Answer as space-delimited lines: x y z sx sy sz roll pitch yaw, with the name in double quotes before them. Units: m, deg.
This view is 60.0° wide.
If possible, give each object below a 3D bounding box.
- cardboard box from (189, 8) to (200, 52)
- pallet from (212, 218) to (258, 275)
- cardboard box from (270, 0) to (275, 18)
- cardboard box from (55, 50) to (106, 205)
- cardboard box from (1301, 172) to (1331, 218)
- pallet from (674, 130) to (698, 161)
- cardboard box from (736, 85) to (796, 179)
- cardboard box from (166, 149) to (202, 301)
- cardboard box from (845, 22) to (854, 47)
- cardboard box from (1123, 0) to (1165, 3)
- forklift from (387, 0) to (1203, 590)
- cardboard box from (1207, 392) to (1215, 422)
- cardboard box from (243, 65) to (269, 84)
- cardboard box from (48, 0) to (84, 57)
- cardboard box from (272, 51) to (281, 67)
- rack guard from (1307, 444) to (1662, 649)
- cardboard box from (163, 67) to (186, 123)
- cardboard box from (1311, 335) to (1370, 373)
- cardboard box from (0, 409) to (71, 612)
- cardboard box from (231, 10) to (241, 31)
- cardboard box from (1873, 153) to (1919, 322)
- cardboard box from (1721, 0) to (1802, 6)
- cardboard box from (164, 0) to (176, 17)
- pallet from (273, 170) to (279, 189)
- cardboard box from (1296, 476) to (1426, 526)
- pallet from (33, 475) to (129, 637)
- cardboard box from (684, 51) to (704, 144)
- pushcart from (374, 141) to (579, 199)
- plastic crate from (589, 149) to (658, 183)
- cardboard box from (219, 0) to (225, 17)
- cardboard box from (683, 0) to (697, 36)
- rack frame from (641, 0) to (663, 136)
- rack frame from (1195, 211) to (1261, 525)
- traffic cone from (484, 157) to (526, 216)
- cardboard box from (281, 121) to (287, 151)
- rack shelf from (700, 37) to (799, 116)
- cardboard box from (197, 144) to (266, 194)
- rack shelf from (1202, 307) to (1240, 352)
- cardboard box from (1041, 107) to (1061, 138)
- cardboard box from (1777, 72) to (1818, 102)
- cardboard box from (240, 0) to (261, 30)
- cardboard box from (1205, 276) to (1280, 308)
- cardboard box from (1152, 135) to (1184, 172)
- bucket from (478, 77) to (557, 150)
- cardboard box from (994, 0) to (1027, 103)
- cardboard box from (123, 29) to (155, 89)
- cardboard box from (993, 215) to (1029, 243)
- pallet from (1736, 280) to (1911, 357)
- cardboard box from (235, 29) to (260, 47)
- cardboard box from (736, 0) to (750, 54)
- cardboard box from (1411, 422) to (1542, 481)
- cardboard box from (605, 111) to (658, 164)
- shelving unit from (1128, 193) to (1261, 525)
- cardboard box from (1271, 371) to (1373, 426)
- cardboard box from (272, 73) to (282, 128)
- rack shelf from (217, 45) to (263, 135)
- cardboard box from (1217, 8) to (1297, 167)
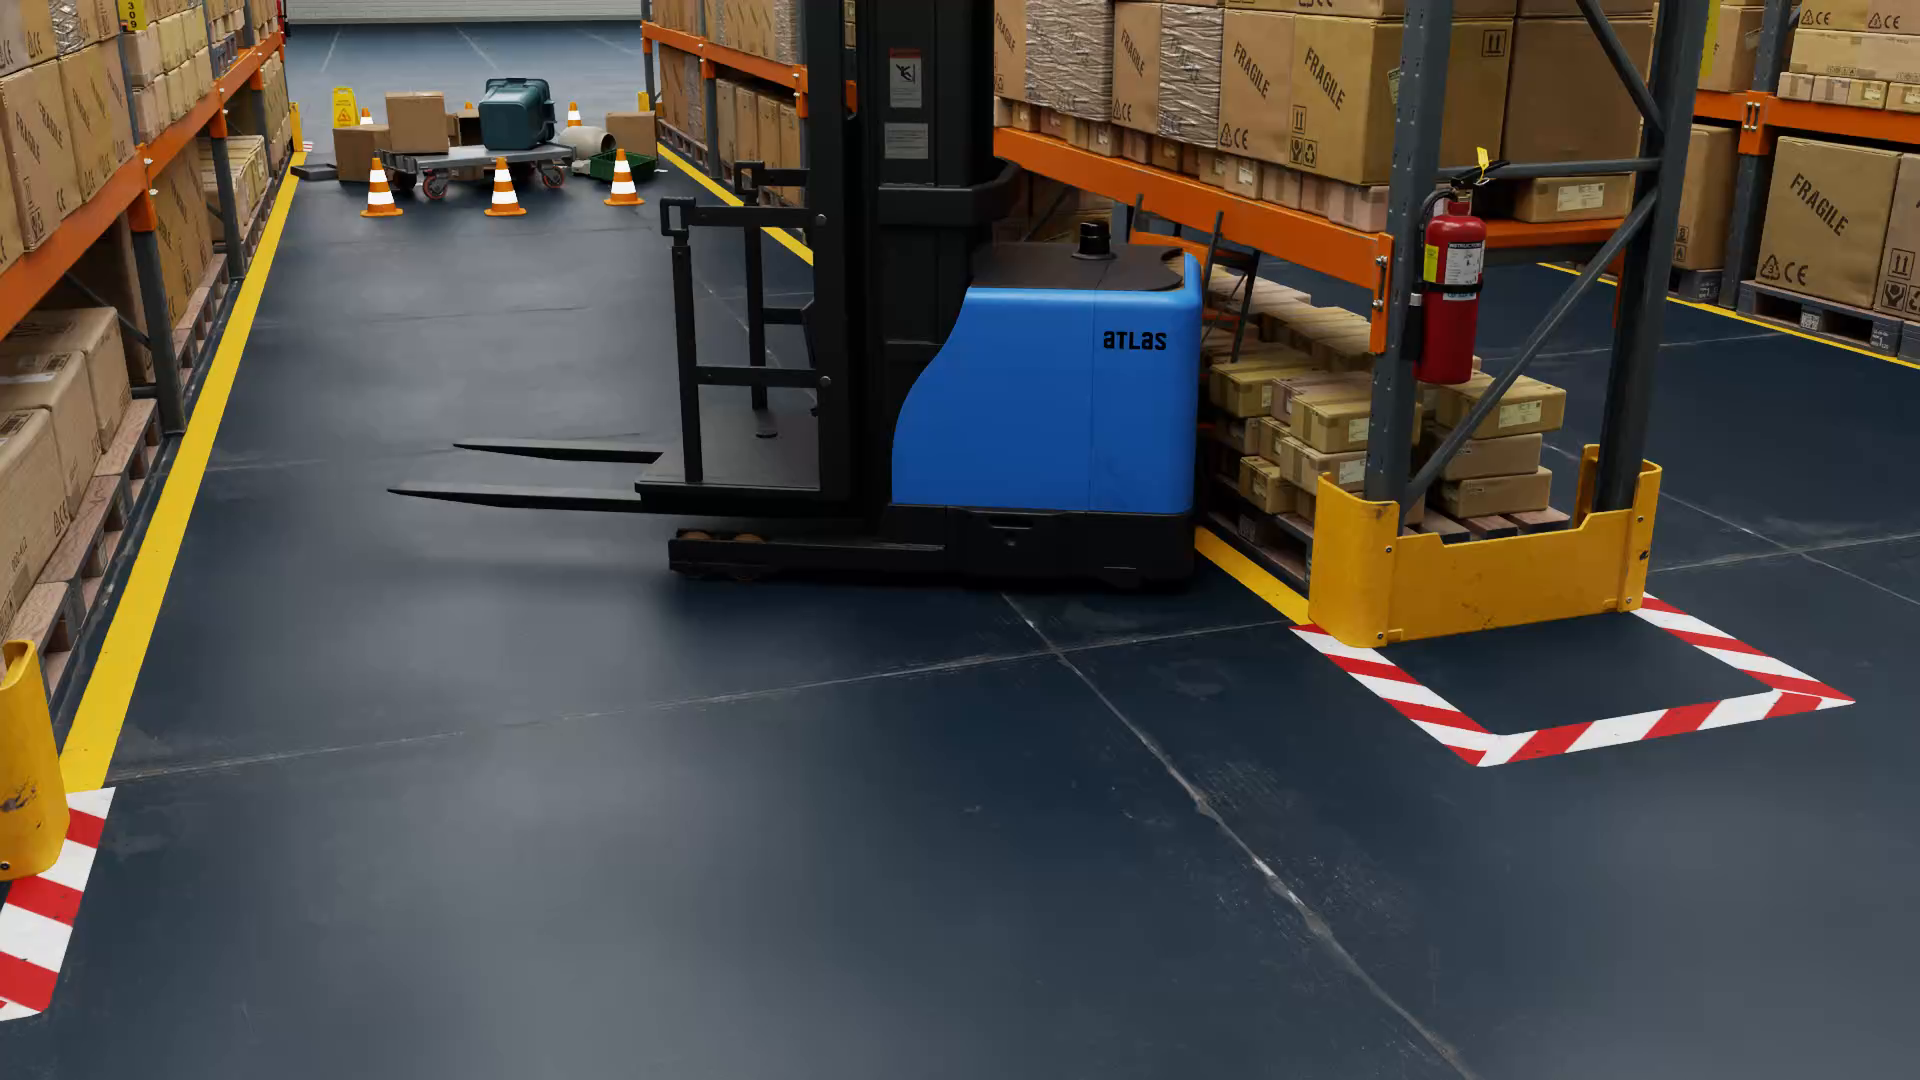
"cardboard box" -4.820 -3.025 9.883 0.500 0.250 0.500 -7 21 -19
"pallet" -5.623 -2.091 11.927 1.003 0.211 1.213 -6 21 -17
"cardboard box" -7.308 -5.601 16.985 0.500 0.500 0.500 -6 21 -17
"cardboard box" -3.394 -1.470 5.925 0.500 0.500 0.500 -7 21 -18
"cardboard box" 1.390 -1.184 5.647 0.380 0.149 0.250 -6 21 -17
"pallet" -2.520 -4.327 18.151 1.003 0.211 1.213 -6 21 -17
"cardboard box" -1.388 -3.634 14.803 1.050 0.750 0.750 -6 21 -17
"cardboard box" -4.964 -1.833 9.605 0.875 0.875 0.875 -6 21 -17
"cardboard box" -0.592 -3.453 11.343 0.380 0.149 0.250 -5 20 -14
"cardboard box" 0.923 -2.420 6.649 0.500 0.500 0.500 -7 21 -19
"forklift" -0.625 -1.406 5.995 3.031 2.935 1.130 2 20 7
"cardboard box" 1.215 -0.543 6.646 0.380 0.149 0.250 -7 21 -18
"cardboard box" -6.547 -4.263 15.224 0.380 0.149 0.250 -6 21 -16
"cardboard box" -3.390 -1.939 5.750 0.500 0.500 0.500 -6 21 -16
"cardboard box" -7.214 -4.942 17.115 0.380 0.149 0.250 -6 21 -16
"rack guard" 1.780 0.008 5.654 1.175 0.500 0.348 -6 21 -17
"cardboard box" -4.319 -2.300 8.604 0.500 0.250 0.500 -7 21 -18
"cardboard box" 1.646 -0.725 6.714 0.380 0.149 0.250 -7 21 -20
"cardboard box" -3.462 -0.071 5.347 0.875 0.438 0.875 -6 21 -16
"cardboard box" -5.947 -4.133 13.237 0.380 0.149 0.250 -6 21 -17
"cardboard box" 5.701 -1.611 8.985 0.875 0.875 0.875 -6 21 -17
"cardboard box" 5.078 -3.645 10.496 0.797 0.503 0.637 -7 21 -19
"cardboard box" -4.496 -3.045 8.830 0.500 0.500 0.500 -7 21 -18
"pallet" -6.880 -3.336 15.392 1.003 0.211 1.213 -6 21 -17
"cardboard box" 1.440 -0.147 5.983 0.380 0.149 0.250 -6 21 -16
"pallet" -3.569 0.088 5.860 1.003 0.211 1.213 -6 21 -17
"cardboard box" -2.386 -4.691 17.560 0.875 0.875 0.875 -6 21 -17
"pushcart" -4.487 -3.461 15.493 1.648 0.377 0.936 -15 25 -36
"plastic crate" -3.266 -3.615 16.118 0.450 0.188 0.662 13 22 7
"cardboard box" -5.644 -4.043 12.025 0.500 0.500 0.500 -6 21 -16
"cardboard box" -2.290 -5.357 16.671 0.875 0.550 0.550 -6 21 -17
"rack frame" -3.225 -6.278 19.459 1.000 3.000 0.127 -6 21 -17
"rack frame" 0.946 -0.635 6.317 0.240 1.200 0.015 1 17 -33
"traffic cone" -3.876 -3.007 14.102 0.336 0.463 0.334 -6 21 -17
"cardboard box" -7.058 -4.058 16.724 0.500 0.250 0.500 -7 21 -19
"rack shelf" -1.340 -4.014 14.220 1.077 0.370 4.000 -6 21 -17
"cardboard box" -6.239 -2.999 13.595 0.950 0.372 0.625 -5 20 -14
"rack shelf" 0.848 -0.857 6.475 0.258 0.148 0.480 1 17 -33
"cardboard box" 0.610 -2.029 7.999 0.380 0.149 0.250 -7 21 -20
"cardboard box" 5.064 -2.674 9.794 0.380 0.149 0.250 -6 21 -17
"cardboard box" -6.509 -4.794 14.739 0.500 0.500 0.500 -6 21 -17
"cardboard box" 1.289 -1.151 7.901 0.380 0.149 0.250 -7 21 -20
"cardboard box" 1.013 -1.606 6.823 0.380 0.149 0.250 -6 21 -16
"bucket" -4.200 -3.968 15.621 0.726 0.611 0.620 1 30 2
"cardboard box" 0.463 -2.429 8.153 0.500 0.500 0.500 -7 21 -18
"cardboard box" -3.992 -2.205 7.600 0.500 0.250 0.500 -7 21 -19
"cardboard box" 0.075 -1.660 9.676 0.500 0.500 0.500 -7 21 -18
"pallet" 5.451 -1.357 9.883 1.003 0.211 1.213 -6 21 -17
"cardboard box" -6.430 -4.453 14.749 0.380 0.149 0.250 -6 21 -17
"cardboard box" -1.585 -4.359 13.967 0.500 0.500 0.500 -6 21 -16
"cardboard box" 1.883 -0.335 6.069 0.380 0.149 0.250 -5 20 -15
"cardboard box" -3.430 -4.209 17.391 0.500 0.500 0.500 -3 20 -8
"shelving unit" 0.821 -0.707 6.513 0.258 1.200 0.503 1 17 -33
"cardboard box" 1.372 -0.510 6.114 0.380 0.149 0.250 -6 21 -16
"cardboard box" -6.905 -4.248 16.143 0.500 0.500 0.500 -5 20 -14
"rack shelf" -6.007 -3.456 12.665 1.077 0.370 4.000 -6 21 -17
"cardboard box" 1.261 -1.614 5.884 0.500 0.500 0.500 -7 21 -18
